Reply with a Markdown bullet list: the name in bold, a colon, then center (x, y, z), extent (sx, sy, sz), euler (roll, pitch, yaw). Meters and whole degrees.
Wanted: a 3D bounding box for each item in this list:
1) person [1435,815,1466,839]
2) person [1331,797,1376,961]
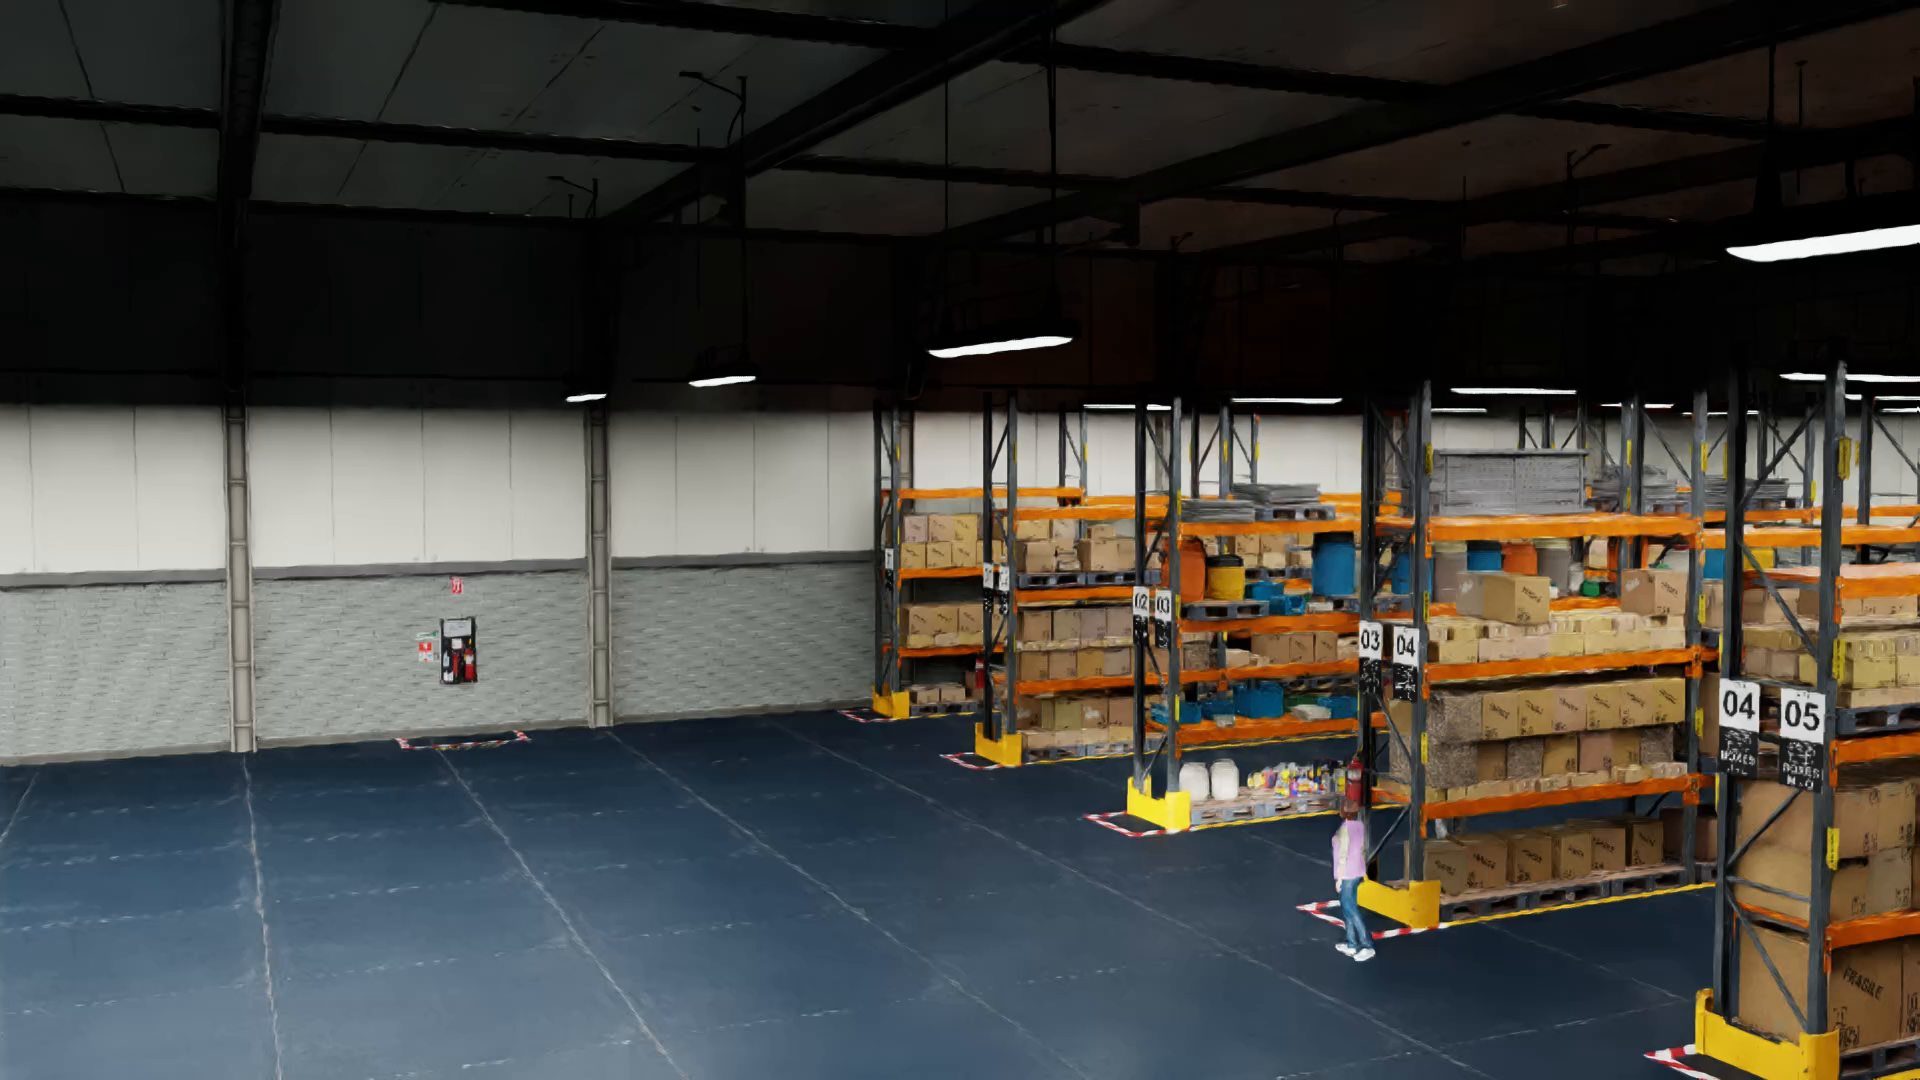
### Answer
- **person**: center (5.996, 3.085, 20.295), extent (0.679, 1.763, 0.585), euler (0, 3, 2)
- **person**: center (3.987, 3.402, 16.762), extent (0.491, 1.589, 0.515), euler (3, 4, 39)
